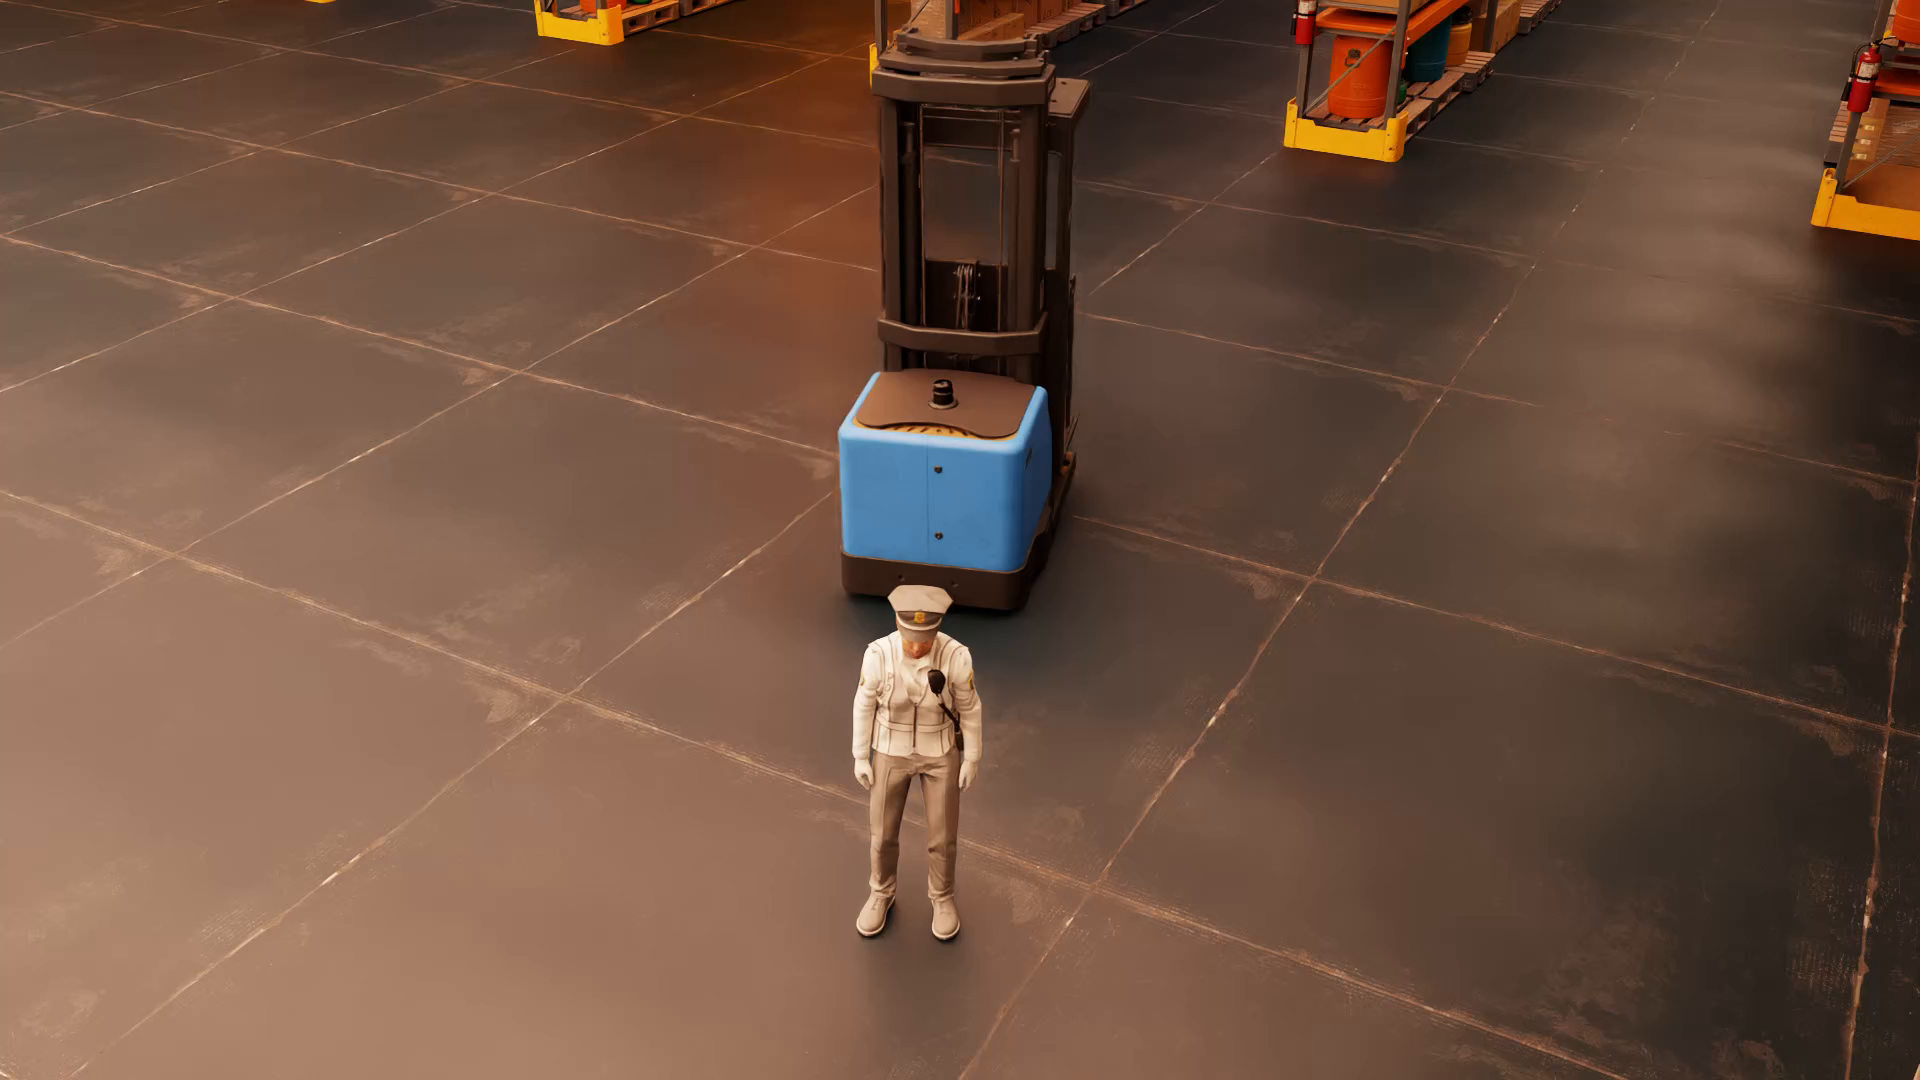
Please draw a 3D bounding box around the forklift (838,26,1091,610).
[{"bbox_3d":[0.137,-1.604,9.850,1.130,2.935,3.031,6,31,10],"label":"forklift"}]

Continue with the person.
[{"bbox_3d":[-0.174,0.895,6.792,0.528,1.662,0.376,1,30,2],"label":"person"}]
